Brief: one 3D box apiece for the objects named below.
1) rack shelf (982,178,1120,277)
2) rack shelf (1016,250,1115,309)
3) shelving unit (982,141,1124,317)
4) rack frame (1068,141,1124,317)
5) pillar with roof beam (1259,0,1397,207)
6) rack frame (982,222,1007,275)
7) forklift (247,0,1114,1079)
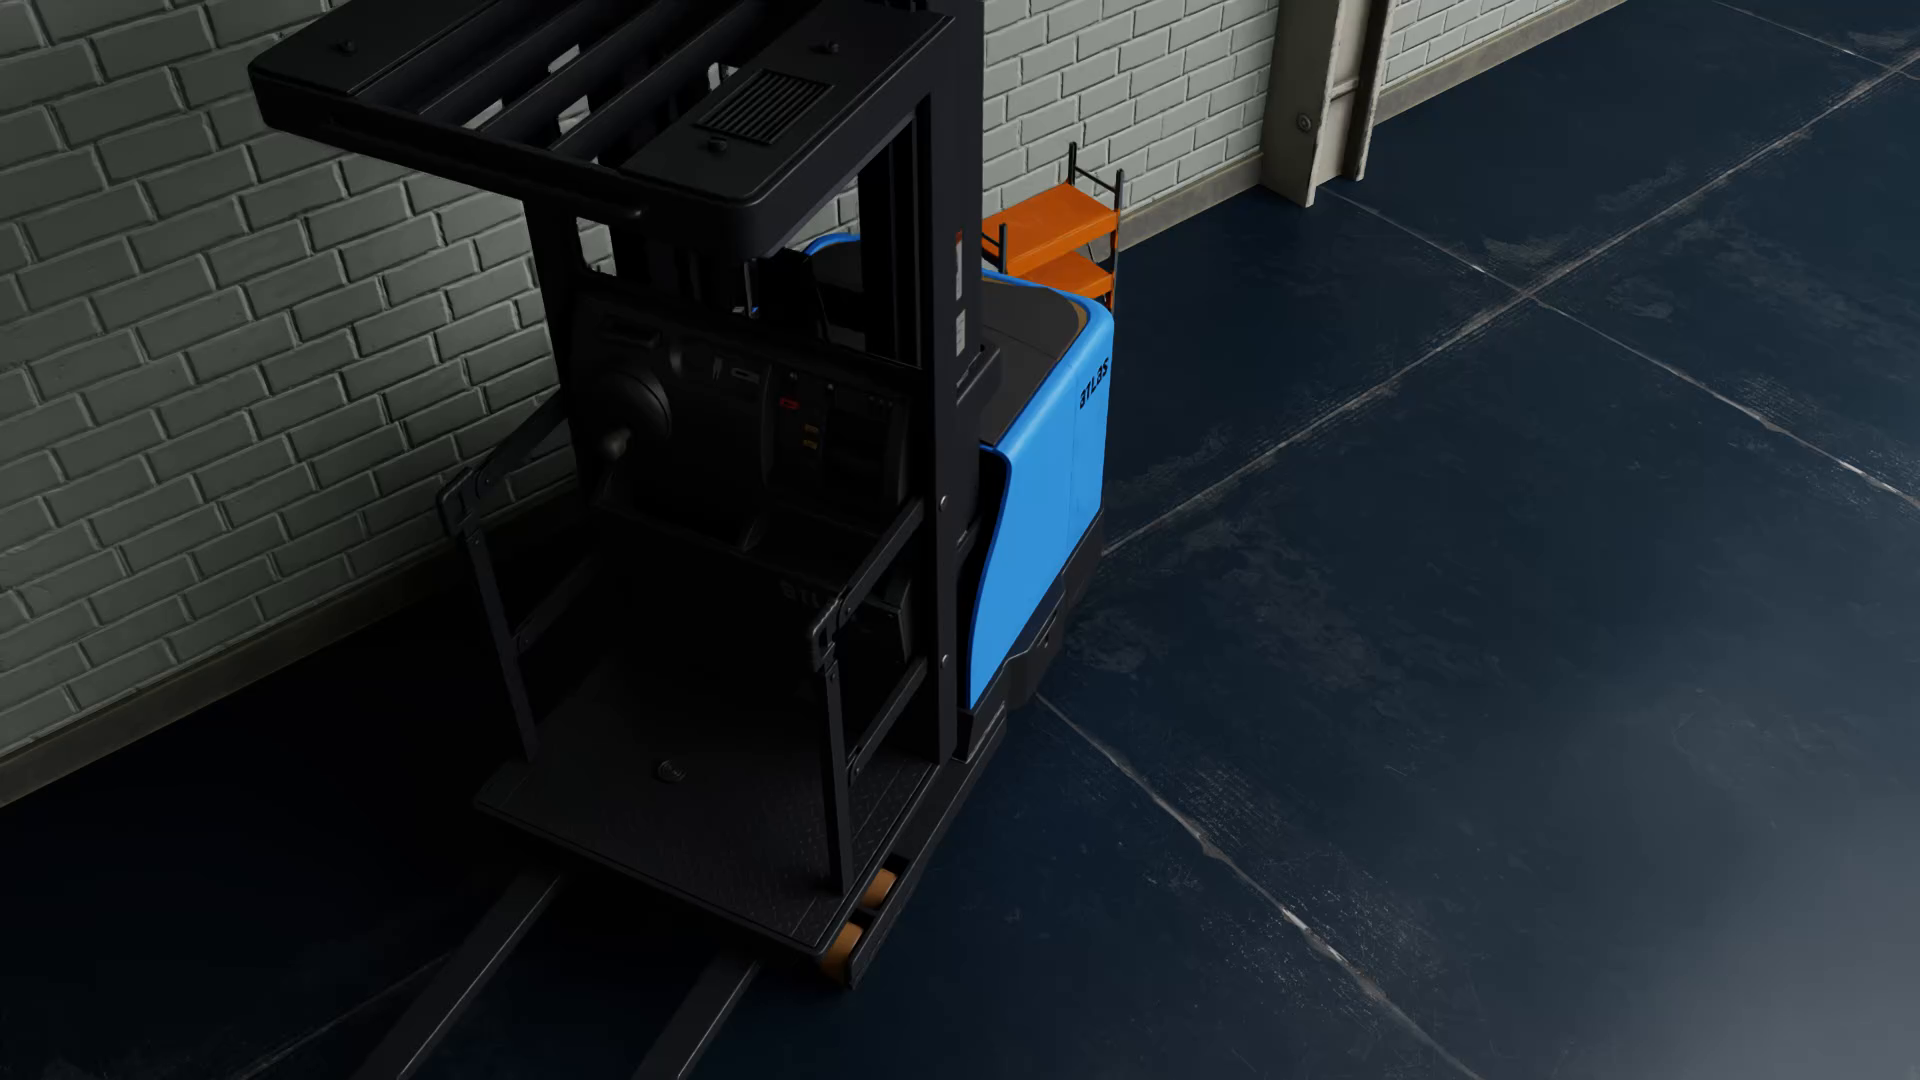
[{"bbox_3d":[0.248,-0.964,5.326,0.480,0.148,0.258,-30,51,-28],"label":"rack shelf"},{"bbox_3d":[0.248,-0.792,5.488,0.480,0.148,0.258,-30,51,-28],"label":"rack shelf"},{"bbox_3d":[0.248,-0.678,5.595,0.503,1.200,0.258,-30,51,-28],"label":"shelving unit"},{"bbox_3d":[0.435,-0.785,5.709,0.015,1.200,0.240,-30,51,-28],"label":"rack frame"},{"bbox_3d":[4.332,-2.646,1.994,0.400,9.000,9.100,-30,51,-28],"label":"pillar with roof beam"},{"bbox_3d":[0.061,-0.571,5.481,0.015,1.200,0.240,-30,51,-28],"label":"rack frame"},{"bbox_3d":[-0.629,-0.227,3.851,1.130,2.935,3.031,19,46,19],"label":"forklift"}]
